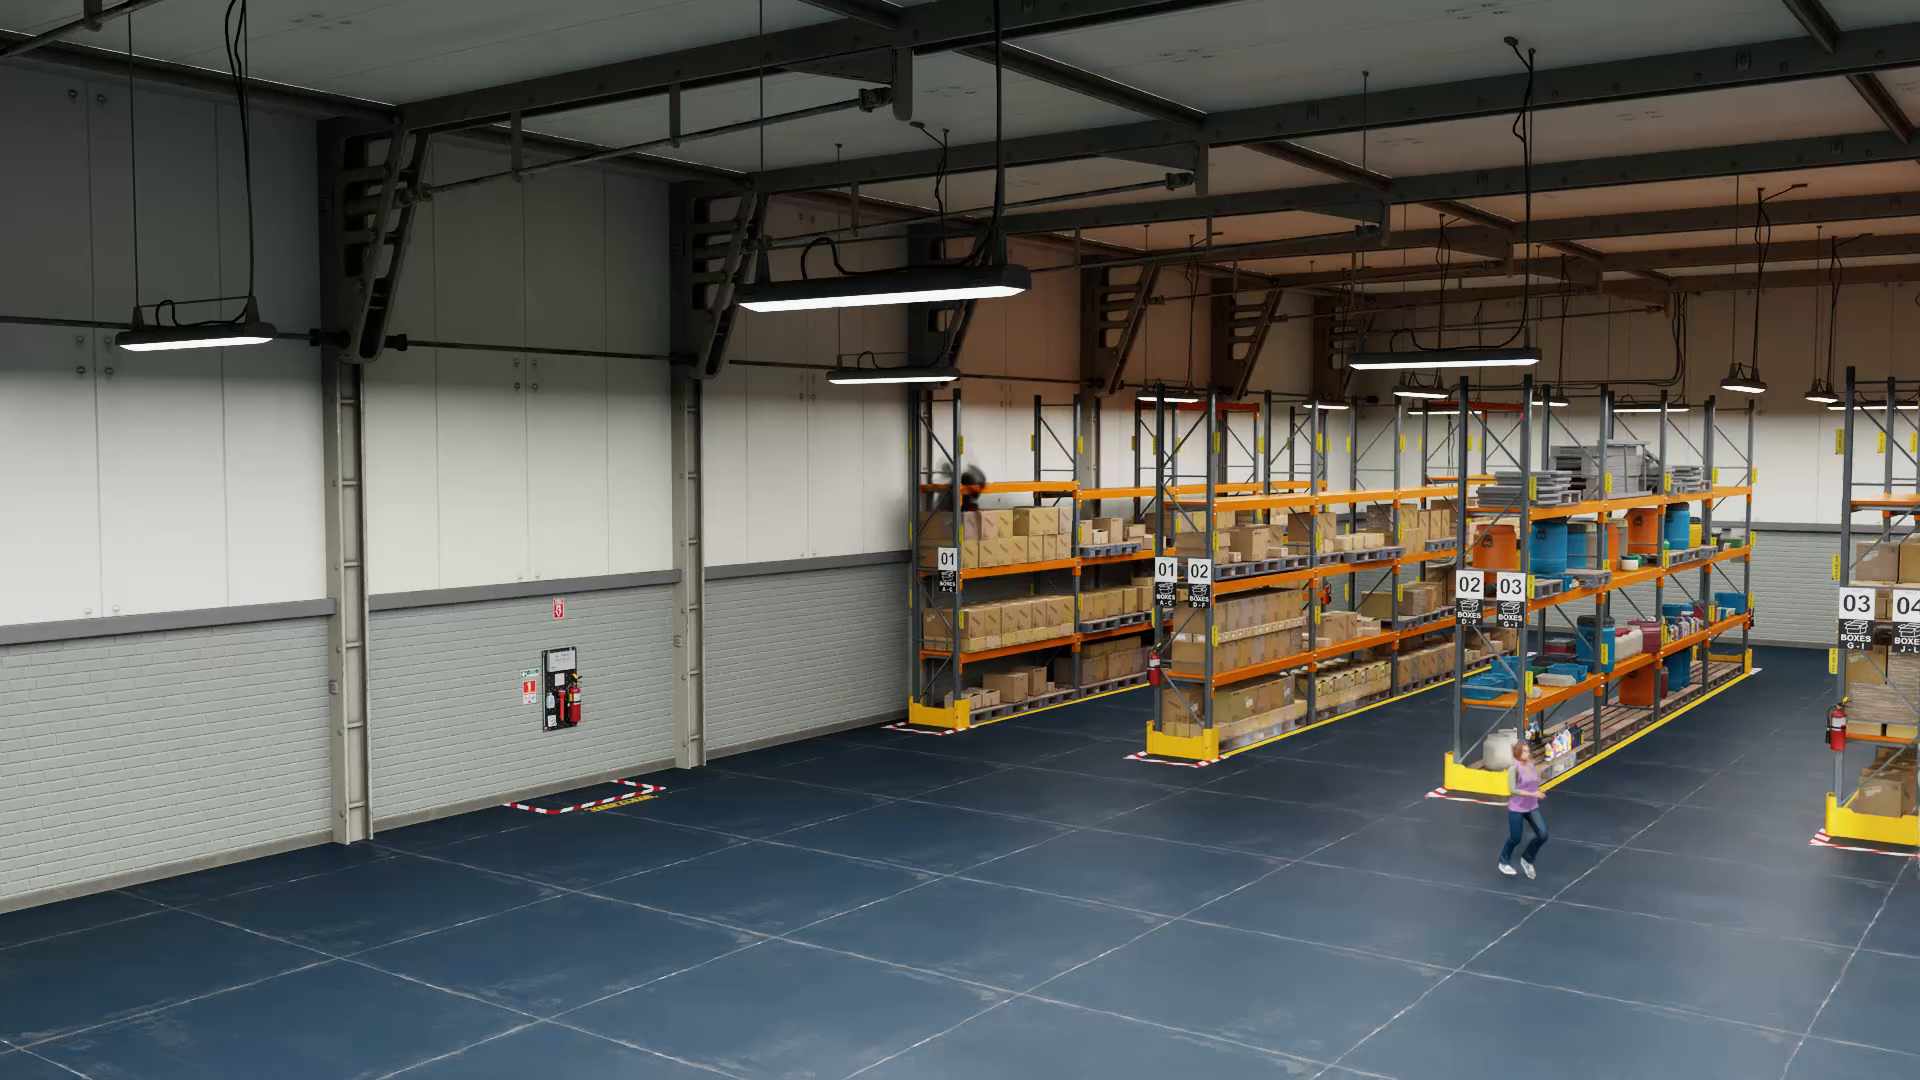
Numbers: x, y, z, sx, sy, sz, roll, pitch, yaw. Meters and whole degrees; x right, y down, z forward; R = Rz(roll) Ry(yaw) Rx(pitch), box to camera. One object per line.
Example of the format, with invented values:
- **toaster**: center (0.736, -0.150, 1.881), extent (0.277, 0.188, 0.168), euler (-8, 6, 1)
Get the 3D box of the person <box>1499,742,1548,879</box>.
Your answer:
- **person**: center (6.493, 3.109, 19.104), extent (0.512, 1.589, 0.678), euler (-1, 4, -22)
